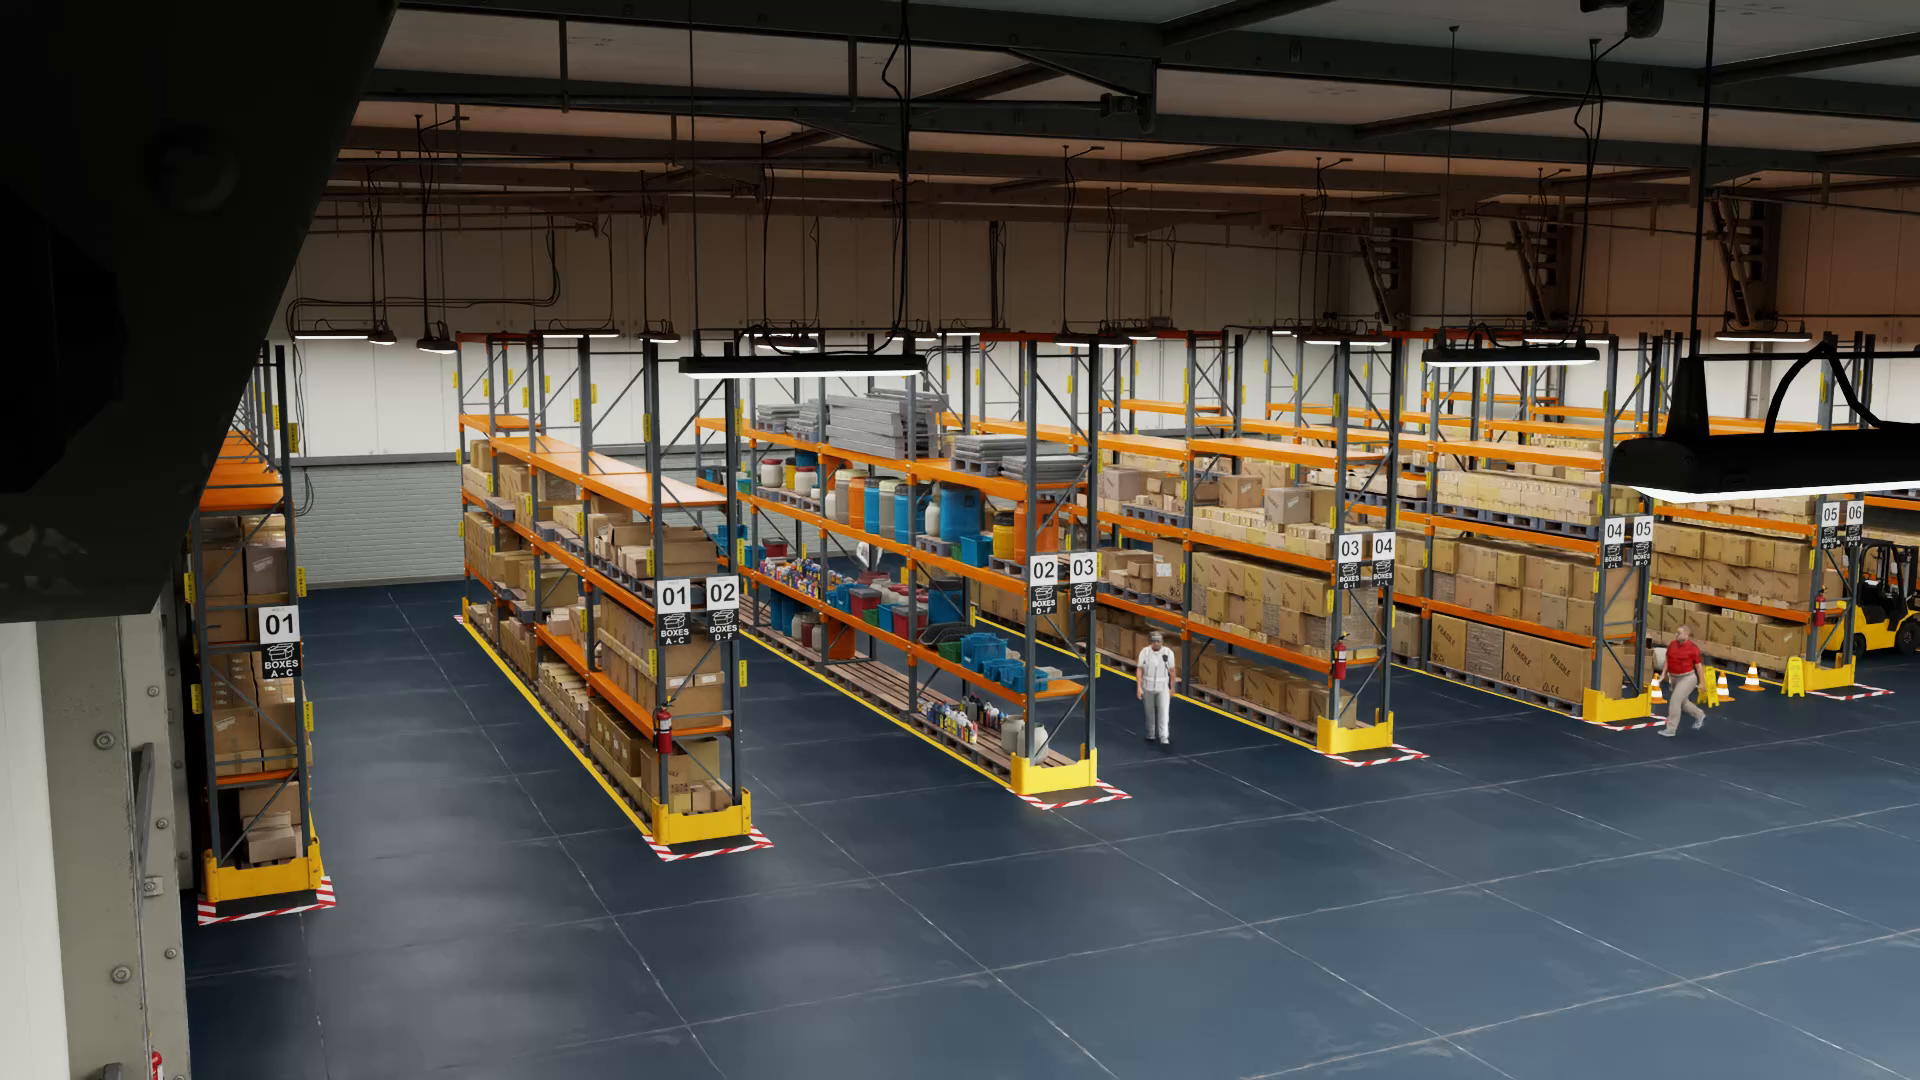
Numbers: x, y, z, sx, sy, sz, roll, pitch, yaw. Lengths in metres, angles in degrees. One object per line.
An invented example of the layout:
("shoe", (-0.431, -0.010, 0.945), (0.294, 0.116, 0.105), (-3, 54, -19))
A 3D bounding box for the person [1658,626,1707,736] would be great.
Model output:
("person", (10.975, 2.112, 25.201), (1.064, 1.662, 0.585), (-3, 8, -20))

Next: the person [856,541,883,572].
("person", (-2.030, 0.519, 37.315), (0.645, 1.600, 0.694), (-2, 8, -15))

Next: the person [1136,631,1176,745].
("person", (2.875, 2.177, 24.494), (0.562, 1.698, 1.092), (2, 8, 12))
